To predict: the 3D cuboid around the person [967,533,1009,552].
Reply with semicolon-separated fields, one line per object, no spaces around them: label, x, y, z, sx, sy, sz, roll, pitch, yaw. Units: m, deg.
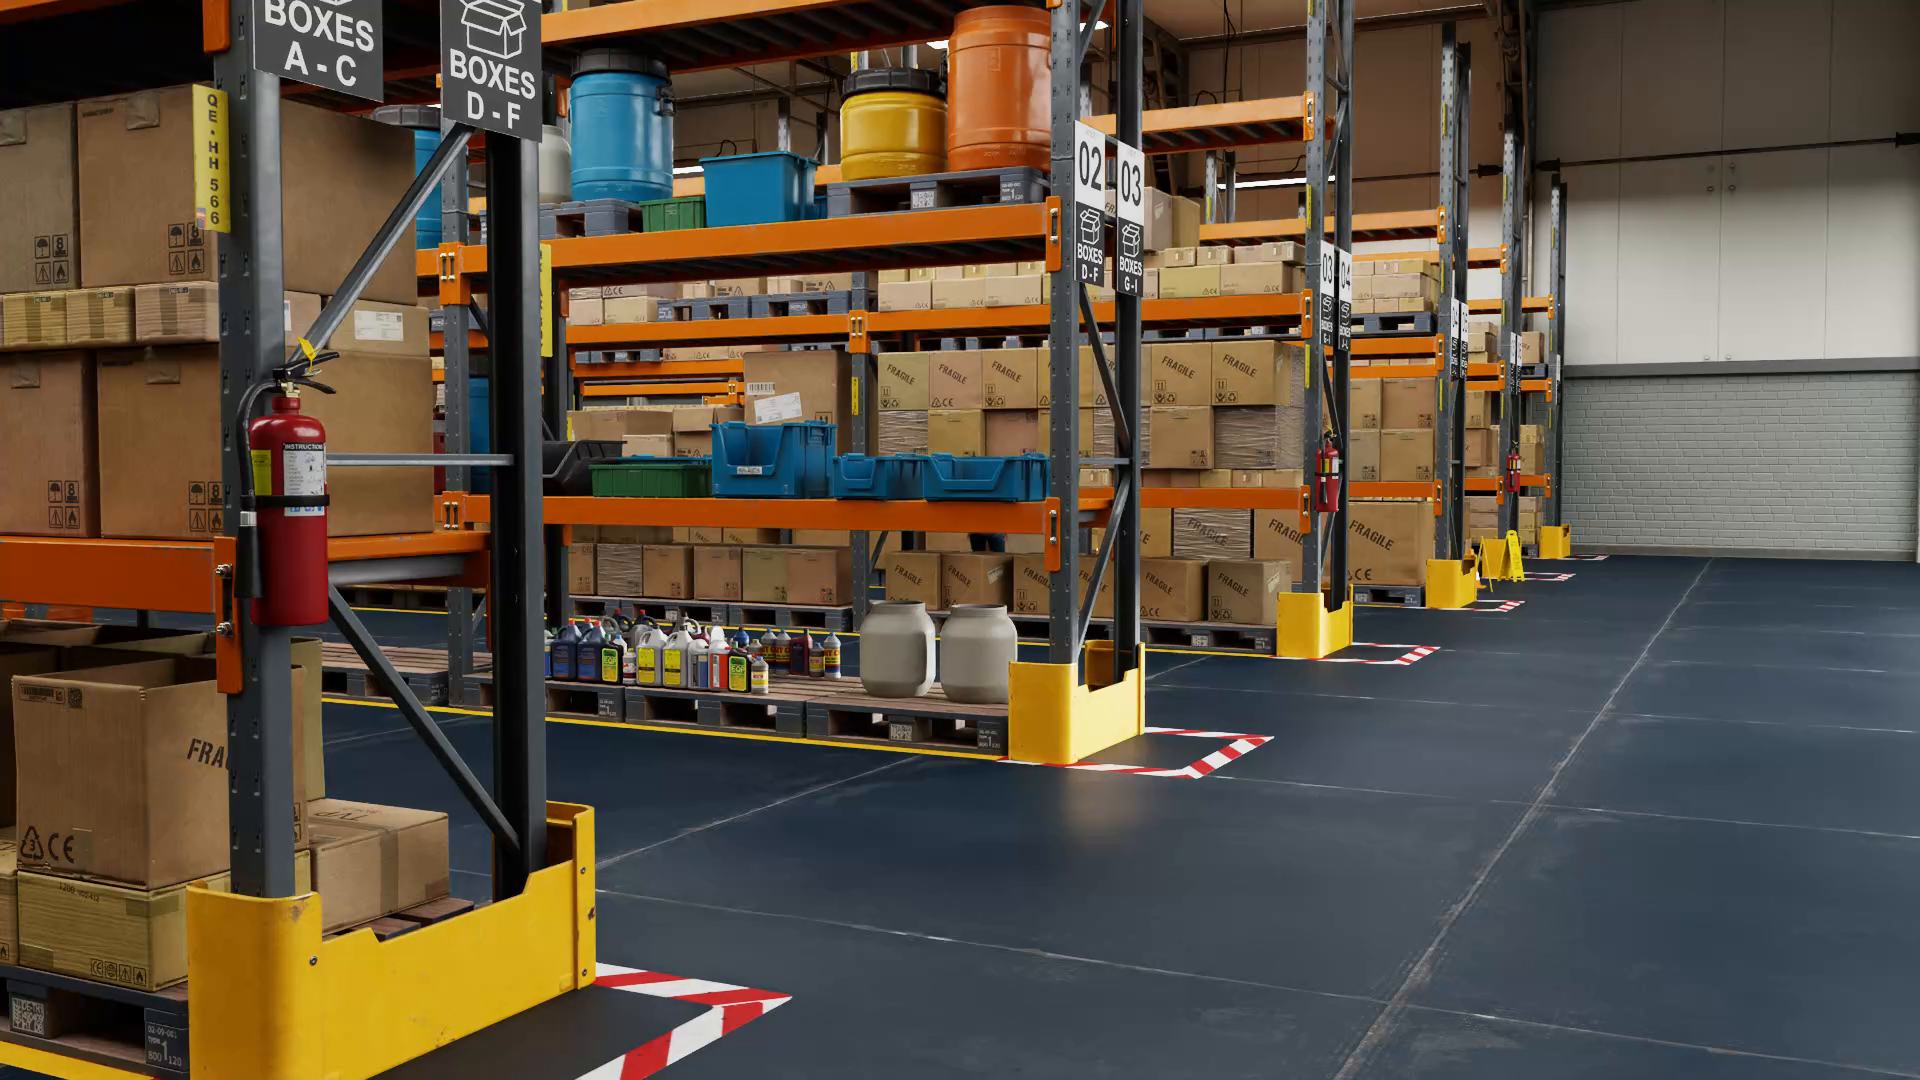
person;0.278;-0.022;16.890;0.475;1.477;0.348;1;3;23
